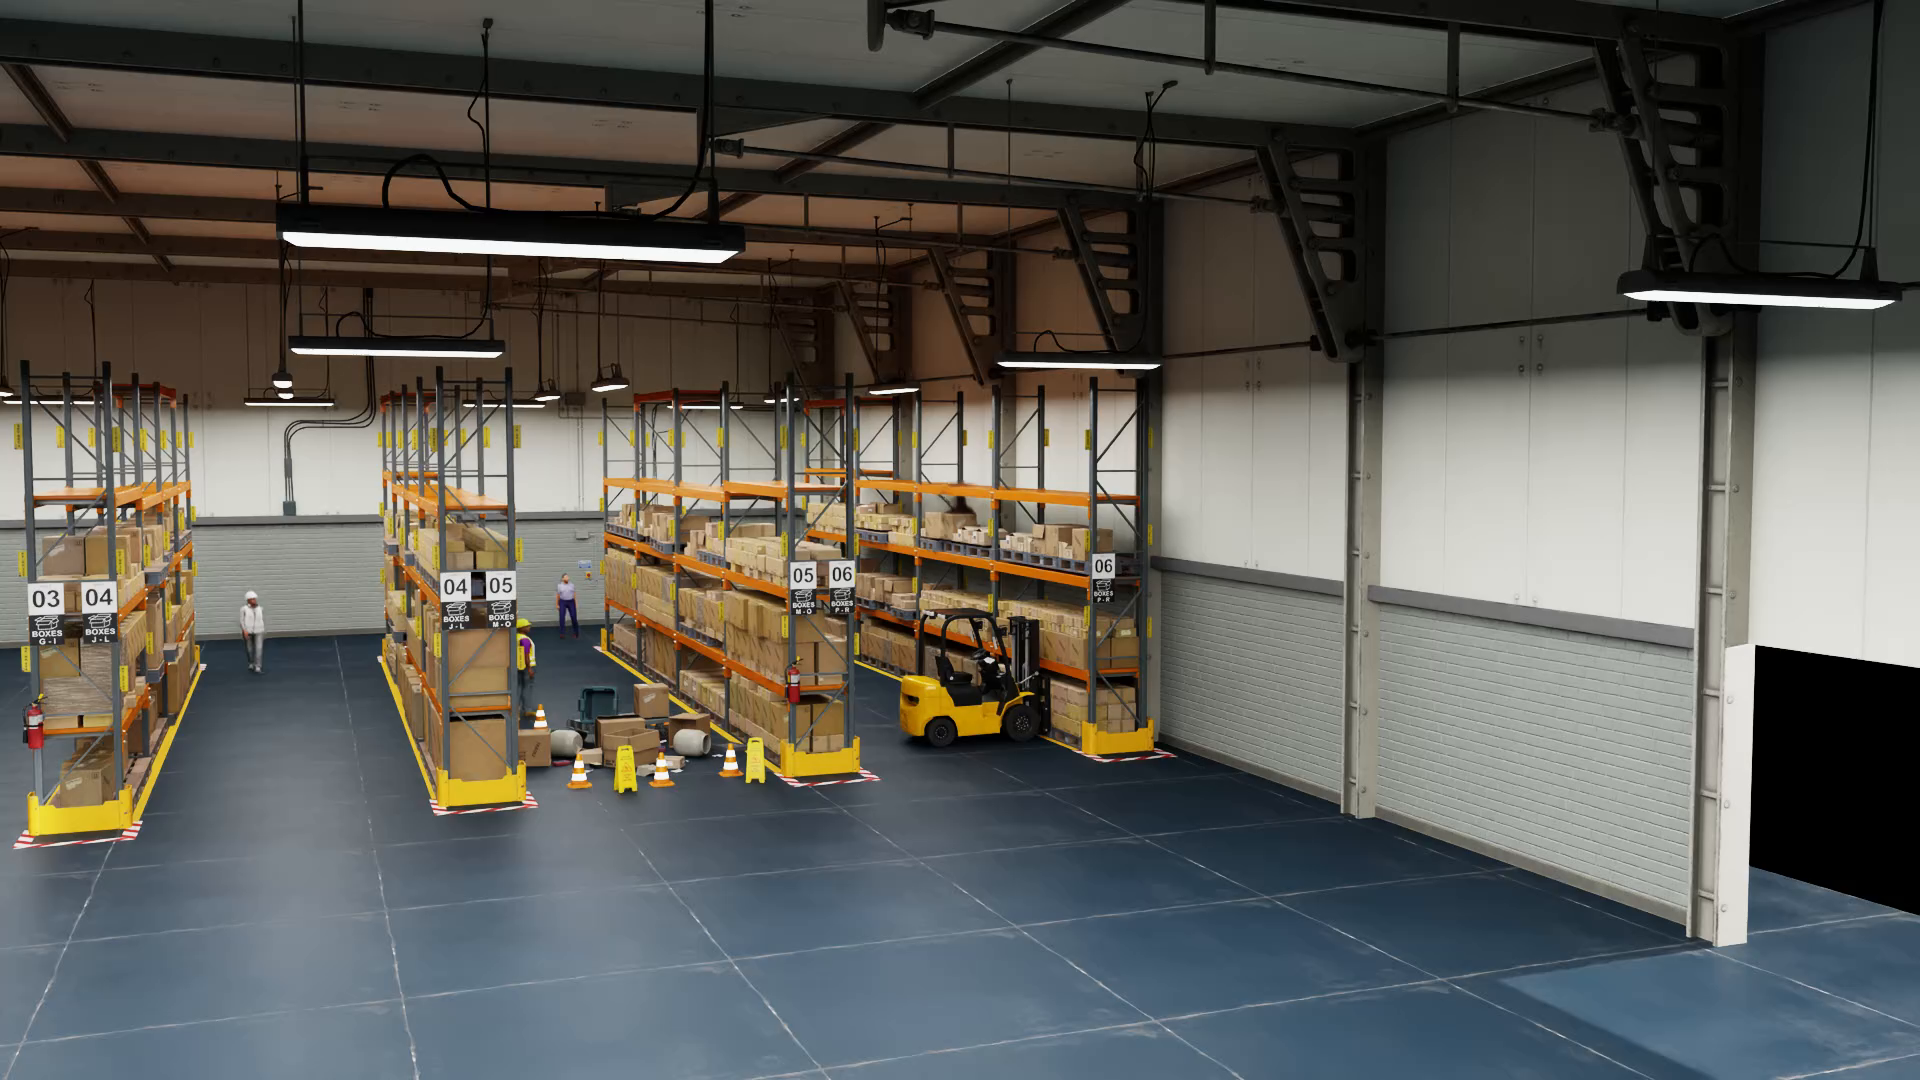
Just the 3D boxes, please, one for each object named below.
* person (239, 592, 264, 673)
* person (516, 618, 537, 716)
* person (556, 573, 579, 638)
[{"bbox_3d":[-15.232,1.982,35.777,0.490,1.736,0.977,-1,4,-21],"label":"person"},{"bbox_3d":[-7.901,2.299,30.108,0.591,1.770,0.424,2,4,31],"label":"person"},{"bbox_3d":[-9.959,1.669,42.139,0.540,1.666,0.429,-1,3,-9],"label":"person"}]
